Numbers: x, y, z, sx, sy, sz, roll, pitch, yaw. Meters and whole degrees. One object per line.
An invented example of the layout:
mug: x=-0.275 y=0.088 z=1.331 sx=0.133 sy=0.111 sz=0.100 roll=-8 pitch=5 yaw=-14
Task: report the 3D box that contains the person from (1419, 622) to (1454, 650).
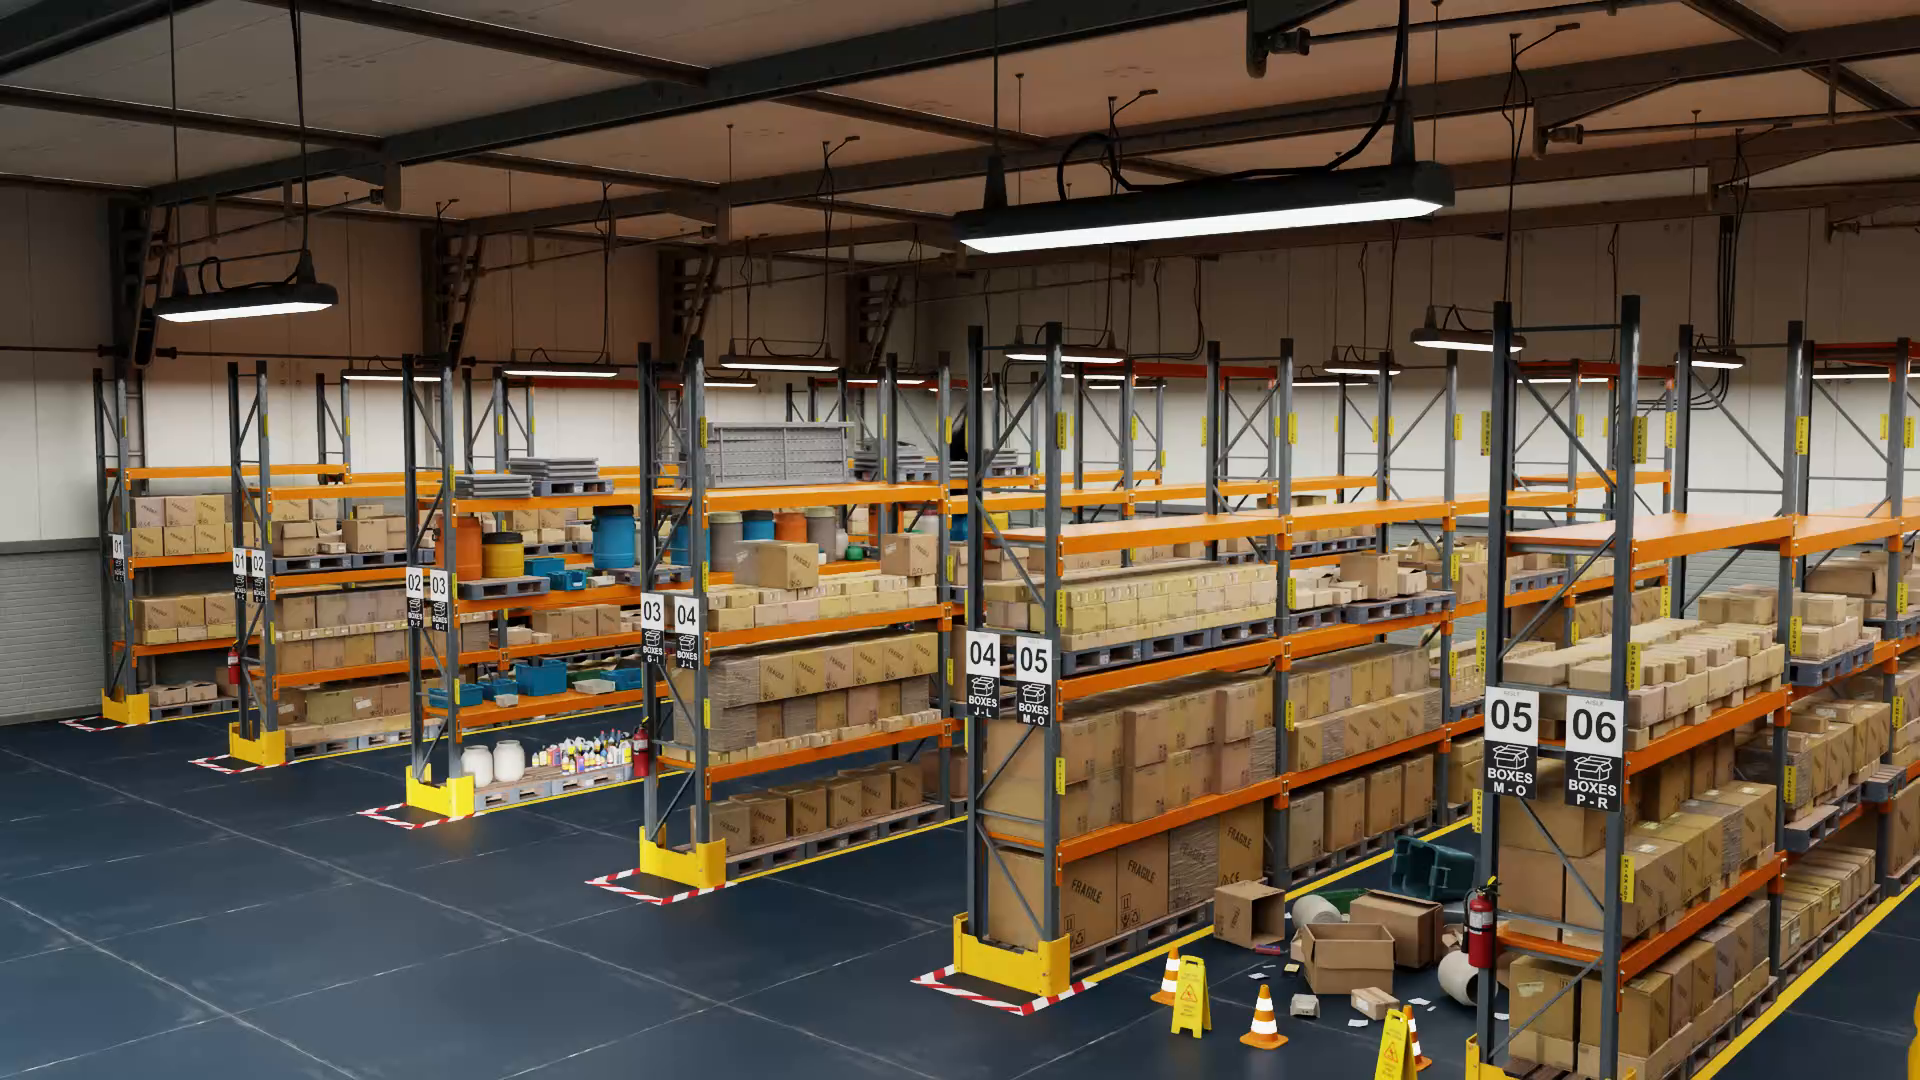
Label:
person: x=8.571 y=2.162 z=29.918 sx=0.609 sy=1.632 sz=0.527 roll=1 pitch=4 yaw=11
